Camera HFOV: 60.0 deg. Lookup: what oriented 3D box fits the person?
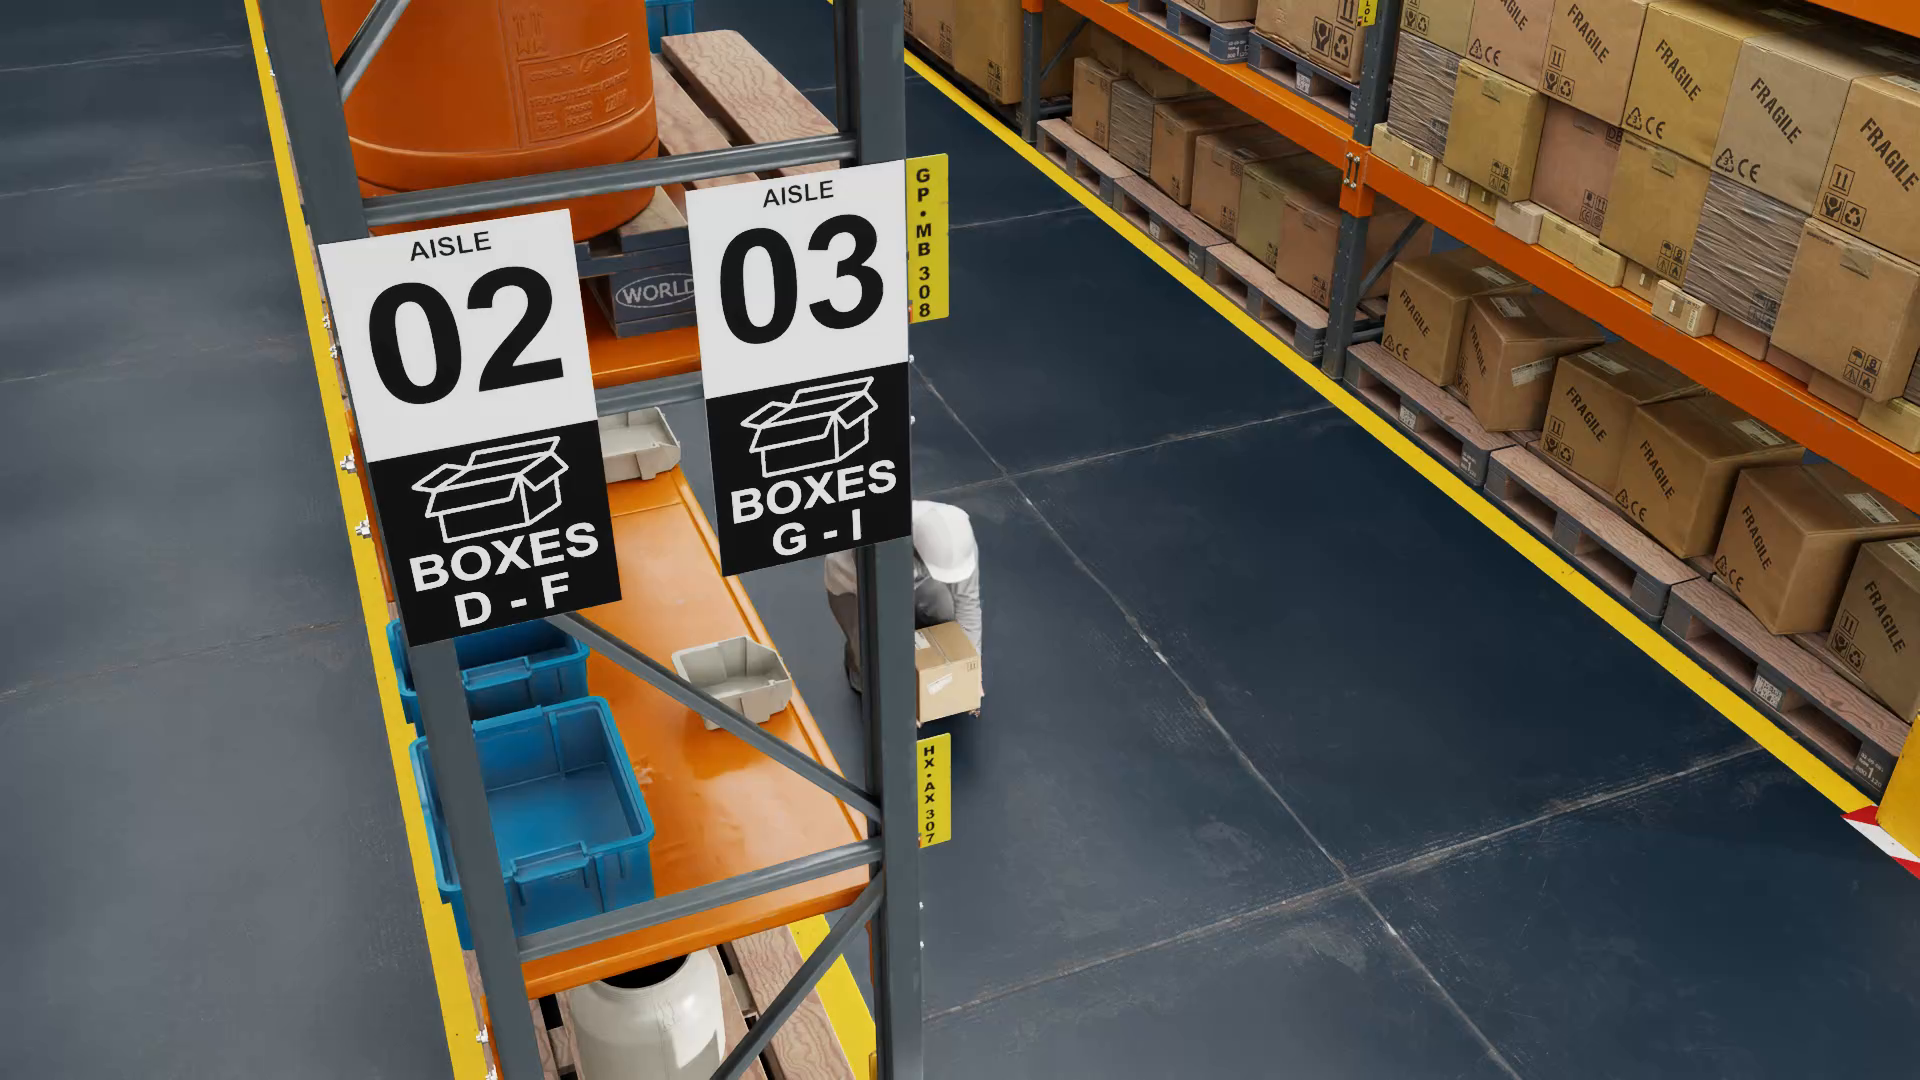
[{"bbox_3d":[-0.206,0.191,6.533,0.526,1.011,0.866,-13,36,-19],"label":"person"}]
